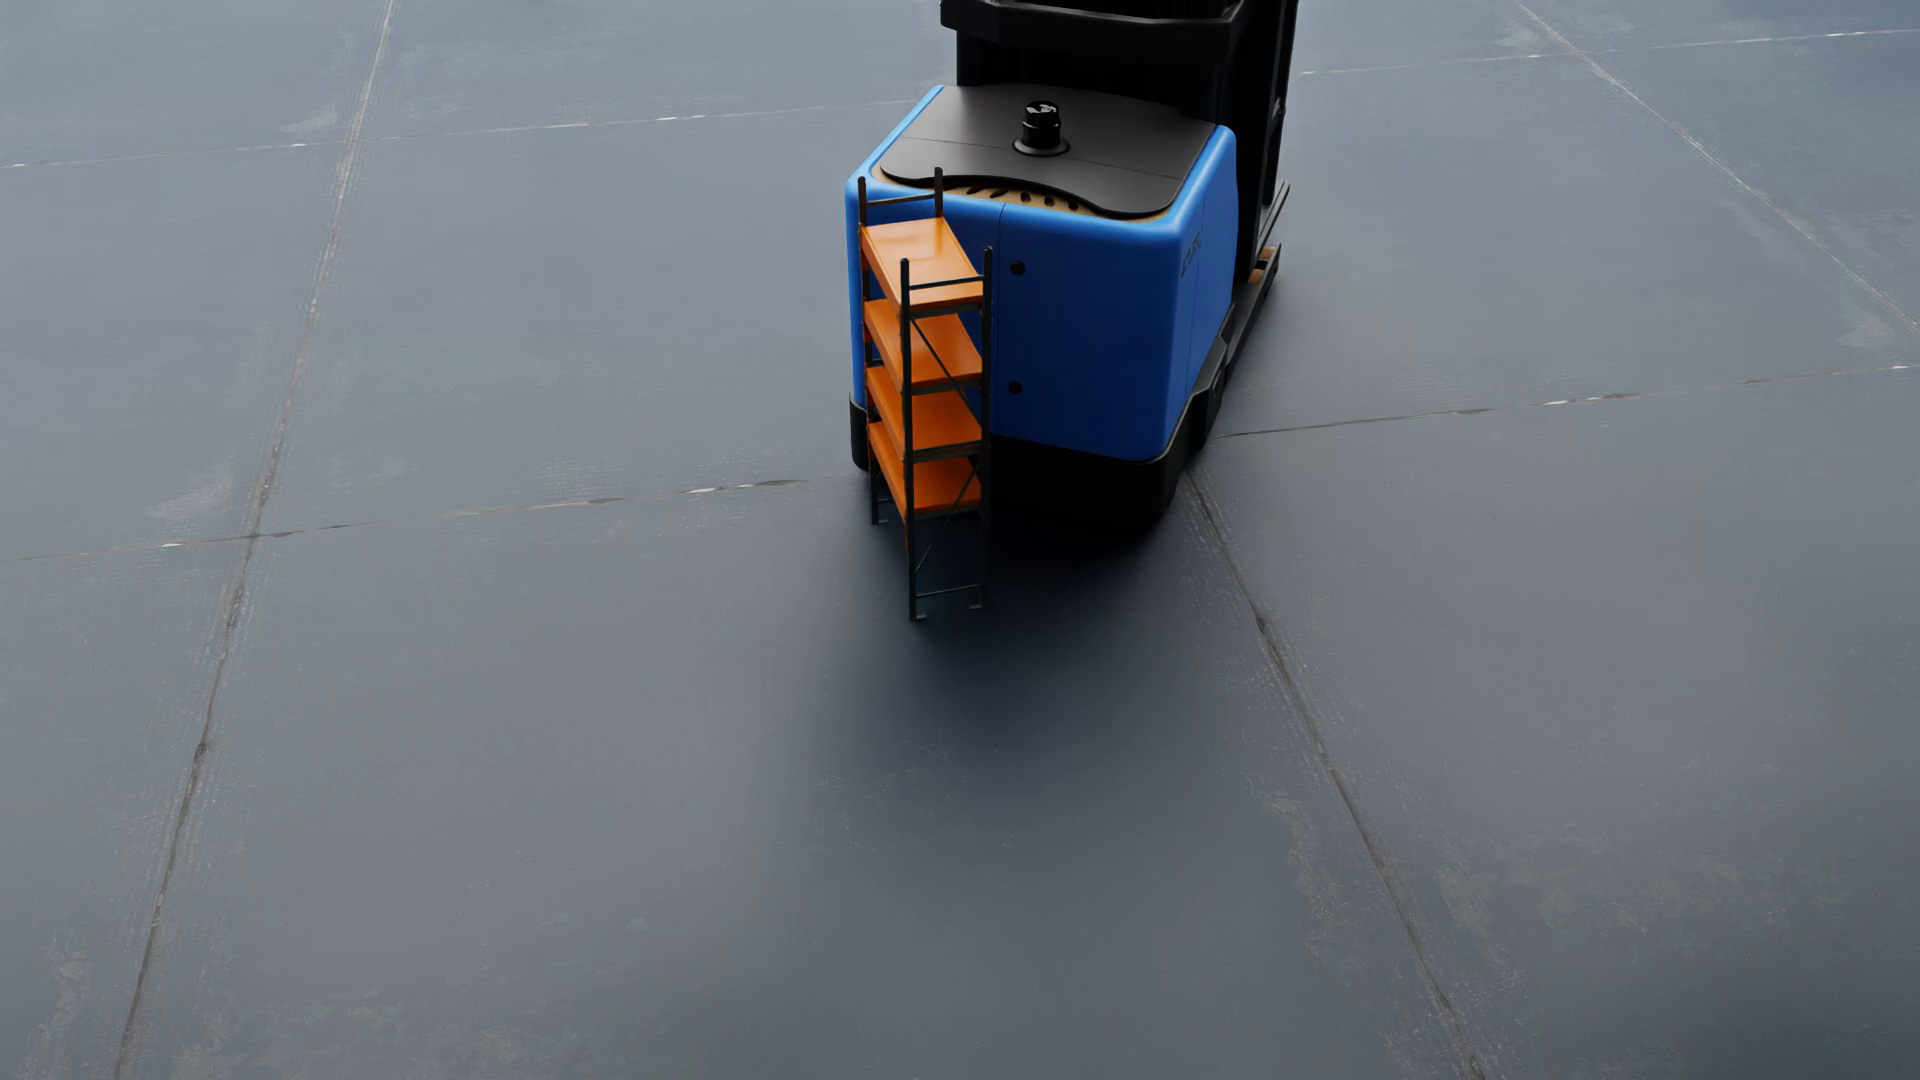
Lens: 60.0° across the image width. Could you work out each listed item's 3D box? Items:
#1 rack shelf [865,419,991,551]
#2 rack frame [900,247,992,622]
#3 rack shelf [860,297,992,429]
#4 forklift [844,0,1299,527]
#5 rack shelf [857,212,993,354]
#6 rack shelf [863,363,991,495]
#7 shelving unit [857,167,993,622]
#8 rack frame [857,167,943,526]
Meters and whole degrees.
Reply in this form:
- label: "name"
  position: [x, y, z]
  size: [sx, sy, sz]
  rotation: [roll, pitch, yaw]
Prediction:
- label: "rack shelf"
  position: [-0.100, -0.189, 4.949]
  size: [0.258, 0.148, 0.480]
  rotation: [-10, 39, -12]
- label: "rack frame"
  position: [-0.035, -0.255, 4.600]
  size: [0.240, 1.200, 0.015]
  rotation: [-10, 39, -12]
- label: "rack shelf"
  position: [-0.100, -0.522, 4.689]
  size: [0.258, 0.148, 0.480]
  rotation: [-10, 39, -12]
- label: "forklift"
  position: [0.615, -2.106, 5.572]
  size: [1.130, 2.935, 3.031]
  rotation: [12, 39, 15]
- label: "rack shelf"
  position: [-0.100, -0.709, 4.544]
  size: [0.258, 0.148, 0.480]
  rotation: [-10, 39, -12]
- label: "rack shelf"
  position: [-0.100, -0.346, 4.827]
  size: [0.258, 0.148, 0.480]
  rotation: [-10, 39, -12]
- label: "shelving unit"
  position: [-0.100, -0.399, 4.785]
  size: [0.258, 1.200, 0.503]
  rotation: [-10, 39, -12]
- label: "rack frame"
  position: [-0.166, -0.543, 4.971]
  size: [0.240, 1.200, 0.015]
  rotation: [-10, 39, -12]
